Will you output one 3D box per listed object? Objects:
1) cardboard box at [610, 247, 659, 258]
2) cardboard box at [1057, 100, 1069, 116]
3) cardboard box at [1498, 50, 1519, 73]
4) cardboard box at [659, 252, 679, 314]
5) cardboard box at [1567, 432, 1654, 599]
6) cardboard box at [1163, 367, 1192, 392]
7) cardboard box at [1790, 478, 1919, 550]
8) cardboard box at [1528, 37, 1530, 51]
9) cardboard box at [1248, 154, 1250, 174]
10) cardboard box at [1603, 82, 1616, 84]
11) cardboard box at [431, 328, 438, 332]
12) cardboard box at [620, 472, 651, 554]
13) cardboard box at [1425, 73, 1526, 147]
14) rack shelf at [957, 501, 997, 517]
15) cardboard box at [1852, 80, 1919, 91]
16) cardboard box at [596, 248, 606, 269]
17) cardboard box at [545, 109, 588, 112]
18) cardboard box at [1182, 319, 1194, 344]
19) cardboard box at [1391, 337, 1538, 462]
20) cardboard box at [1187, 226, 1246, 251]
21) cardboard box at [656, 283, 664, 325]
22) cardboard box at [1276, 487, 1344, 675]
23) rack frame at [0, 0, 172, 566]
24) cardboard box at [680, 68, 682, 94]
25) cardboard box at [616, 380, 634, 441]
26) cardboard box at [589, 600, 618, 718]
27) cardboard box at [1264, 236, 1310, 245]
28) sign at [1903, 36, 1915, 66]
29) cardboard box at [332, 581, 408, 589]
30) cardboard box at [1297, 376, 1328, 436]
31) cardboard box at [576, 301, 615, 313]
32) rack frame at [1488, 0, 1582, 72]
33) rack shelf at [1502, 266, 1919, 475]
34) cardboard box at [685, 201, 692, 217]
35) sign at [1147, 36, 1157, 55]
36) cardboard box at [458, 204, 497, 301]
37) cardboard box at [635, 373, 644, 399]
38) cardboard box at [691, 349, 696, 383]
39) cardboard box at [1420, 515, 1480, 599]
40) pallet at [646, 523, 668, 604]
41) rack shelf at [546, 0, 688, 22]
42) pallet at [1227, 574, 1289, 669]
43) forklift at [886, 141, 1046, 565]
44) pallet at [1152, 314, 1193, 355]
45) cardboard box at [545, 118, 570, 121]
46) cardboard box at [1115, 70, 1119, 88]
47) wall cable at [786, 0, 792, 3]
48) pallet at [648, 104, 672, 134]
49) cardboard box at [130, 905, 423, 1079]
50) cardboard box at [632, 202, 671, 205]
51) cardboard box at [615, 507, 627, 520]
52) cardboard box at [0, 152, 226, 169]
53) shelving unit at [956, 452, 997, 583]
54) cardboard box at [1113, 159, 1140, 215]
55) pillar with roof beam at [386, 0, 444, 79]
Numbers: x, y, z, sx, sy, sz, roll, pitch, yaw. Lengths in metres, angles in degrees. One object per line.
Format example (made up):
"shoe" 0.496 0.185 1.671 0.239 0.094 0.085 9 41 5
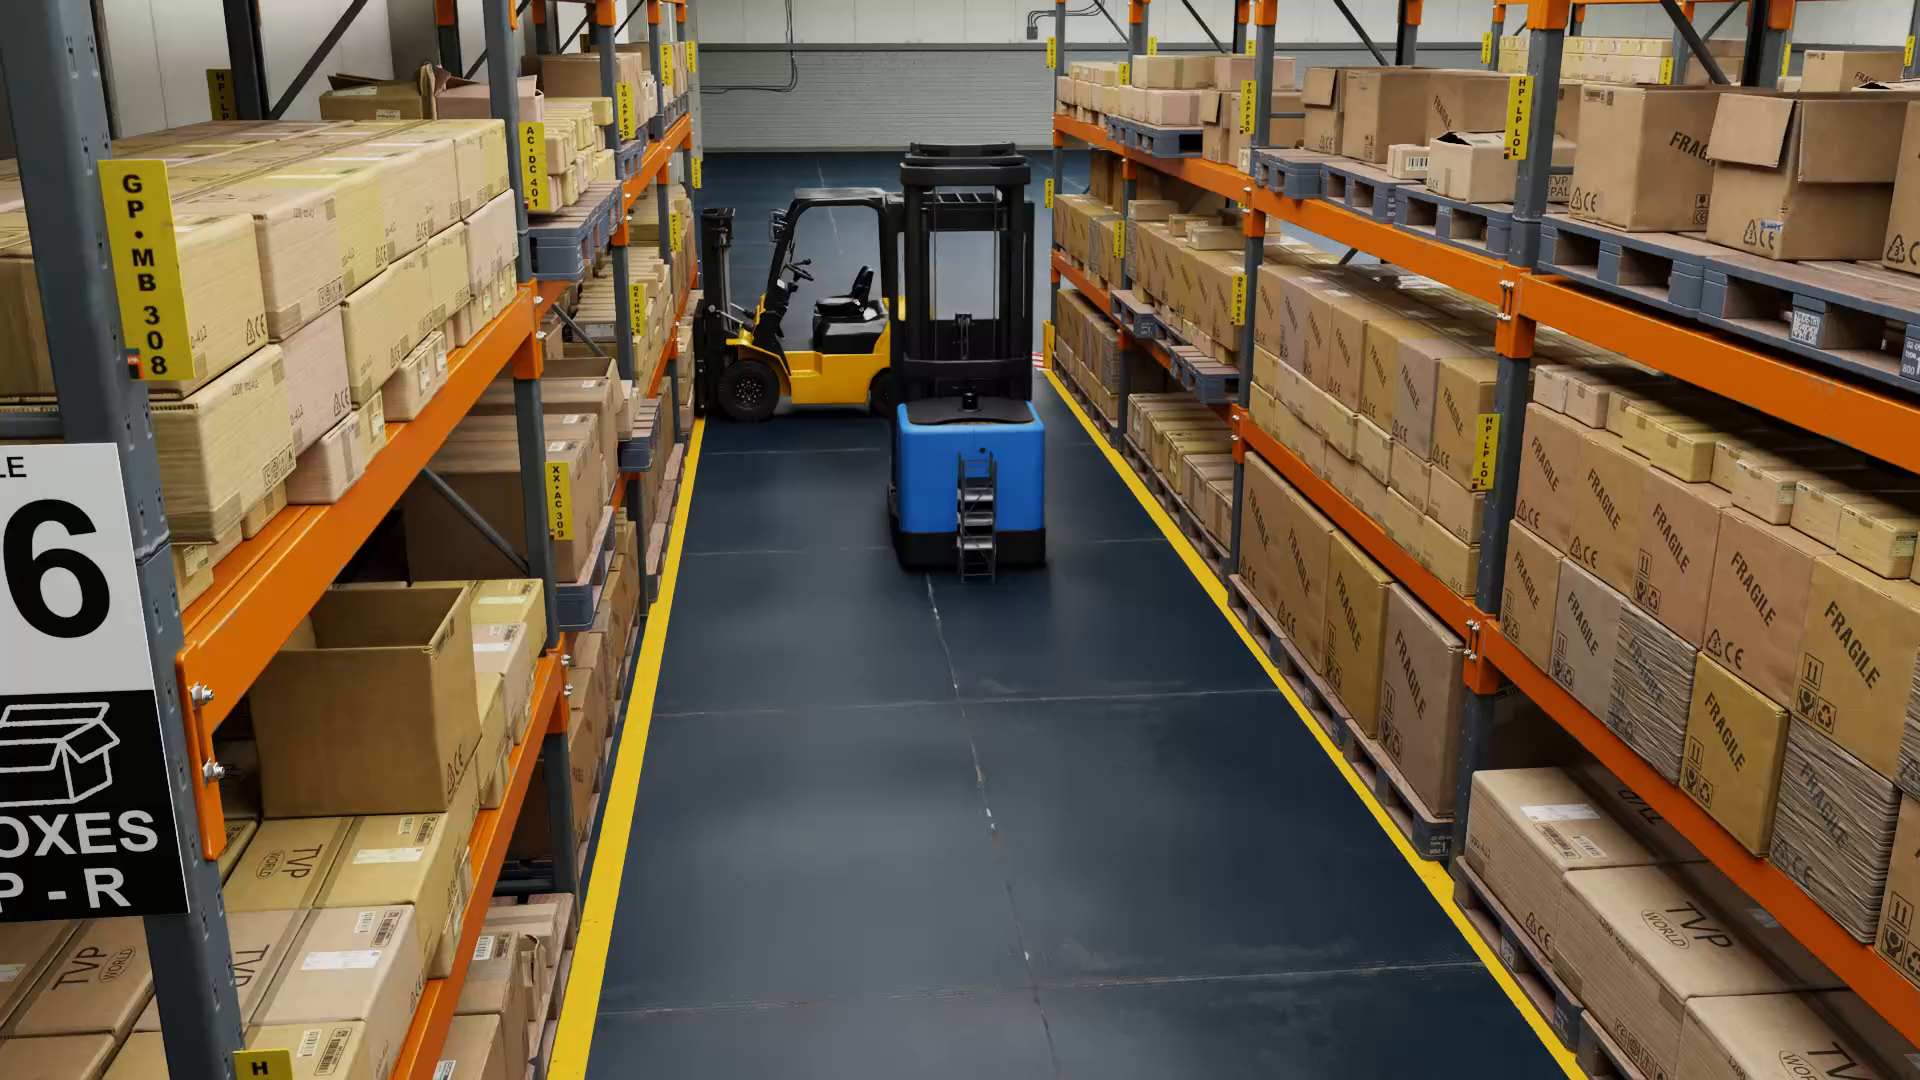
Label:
"cardboard box" -2.732 -2.371 13.970 0.380 0.149 0.250 -1 17 -4
"cardboard box" 1.248 -4.657 17.914 0.380 0.149 0.250 -2 18 -6
"cardboard box" 6.244 -5.235 18.223 0.500 0.250 0.500 -2 18 -6
"cardboard box" -2.774 -2.296 14.816 0.500 0.500 0.500 -2 18 -7
"cardboard box" 2.628 -0.104 6.164 0.500 0.500 0.500 -2 18 -6
"cardboard box" 2.157 -1.693 15.700 0.500 0.500 0.500 -1 17 -3
"cardboard box" 2.756 -0.080 5.004 0.380 0.149 0.250 -1 17 -4
"cardboard box" 6.244 -5.242 17.578 0.380 0.149 0.250 -2 17 -5
"cardboard box" 2.120 -2.470 10.947 0.380 0.149 0.250 -2 18 -6
"cardboard box" 6.426 -4.332 16.011 0.380 0.149 0.250 -2 18 -5
"cardboard box" -1.739 -0.556 4.852 0.380 0.149 0.250 -2 18 -5
"cardboard box" -2.626 -0.170 11.475 0.875 0.625 0.625 -1 17 -4
"cardboard box" 2.832 -2.234 8.909 0.500 0.500 0.500 -2 18 -5
"rack shelf" 0.117 -0.208 11.628 0.258 0.077 0.200 -2 21 -7
"cardboard box" 6.868 -3.193 12.112 0.500 0.311 0.500 -2 18 -6
"cardboard box" -3.165 -2.354 13.918 0.380 0.149 0.250 -2 18 -7
"cardboard box" -2.112 -2.128 8.529 0.380 0.149 0.250 -2 18 -5
"cardboard box" 1.863 -1.550 12.325 0.380 0.149 0.250 -1 17 -5
"cardboard box" 2.417 -0.683 8.009 0.500 0.500 0.500 -1 17 -5
"cardboard box" 1.912 -2.249 12.386 0.380 0.149 0.250 -3 18 -8
"cardboard box" -2.576 -1.831 12.918 0.500 0.250 0.500 -1 17 -5
"cardboard box" 2.438 0.217 9.825 0.875 0.875 0.875 -2 17 -5
"rack frame" -1.750 -1.395 2.098 1.000 3.000 0.127 -2 18 -6
"cardboard box" -2.987 -4.602 16.676 0.396 0.266 0.258 -2 18 -5
"cardboard box" -2.145 -0.741 9.579 0.500 0.250 0.500 -3 18 -8
"cardboard box" -2.148 0.655 9.056 0.500 0.500 0.500 -2 18 -8
"cardboard box" 2.379 -2.064 12.880 0.500 0.500 0.500 -2 18 -8
"sign" 10.854 -5.592 19.014 0.100 0.325 0.005 -2 18 -6
"cardboard box" -2.380 0.361 6.274 0.500 0.250 0.500 -2 18 -6
"cardboard box" 2.259 -0.776 9.558 0.500 0.250 0.500 -2 18 -6
"cardboard box" -2.396 -1.533 11.302 0.380 0.149 0.250 -1 17 -4
"rack frame" 6.449 -6.500 18.357 1.000 3.000 0.127 -2 18 -6
"rack shelf" 2.980 -0.371 5.045 1.077 0.370 4.000 -2 18 -6
"cardboard box" -3.030 -3.487 17.527 0.380 0.149 0.250 -1 17 -5
"sign" 2.090 -5.319 18.126 0.100 0.325 0.005 -2 18 -6
"cardboard box" -1.800 -0.936 5.396 0.500 0.250 0.500 -2 18 -8
"cardboard box" -2.378 -0.985 11.056 0.500 0.250 0.500 -2 18 -5
"cardboard box" -2.825 -1.689 16.104 0.500 0.250 0.500 -2 18 -6
"cardboard box" 2.477 0.066 7.708 0.500 0.250 0.500 -2 18 -7
"pallet" -2.621 0.167 11.791 1.003 0.211 1.213 -2 18 -6
"rack shelf" -3.194 -5.032 15.552 1.077 0.370 4.000 -2 18 -6
"pallet" 2.368 0.497 10.743 1.003 0.211 1.213 -2 18 -6
"forklift" -0.008 -1.613 12.923 1.130 2.935 3.031 -1 17 -4
"pallet" 2.117 -1.568 12.984 1.003 0.211 1.213 -2 18 -6
"cardboard box" -1.977 -1.833 7.555 0.380 0.149 0.250 -2 17 -5
"cardboard box" 1.596 -4.117 14.864 0.380 0.149 0.250 -2 18 -7
"wall cable" -3.617 -16.795 47.903 3.097 2.526 0.112 -2 18 -6
"pallet" -3.102 -3.750 14.755 1.003 0.211 1.213 -2 18 -6
"cardboard box" -1.581 1.103 3.910 0.500 0.250 0.500 -2 17 -5
"cardboard box" -2.981 -3.167 16.009 0.380 0.149 0.250 -2 18 -5
"cardboard box" -2.273 -0.094 10.359 0.380 0.149 0.250 -3 18 -8
"cardboard box" -2.215 -0.855 4.304 0.500 0.250 0.500 -2 18 -6
"shelving unit" 0.117 -0.156 11.649 0.258 0.900 0.210 -2 21 -7
"cardboard box" 1.919 -3.523 16.558 0.700 0.500 0.500 -2 18 -6
"pillar with roof beam" 0.676 -4.272 11.262 9.100 9.000 0.400 -2 18 -6
